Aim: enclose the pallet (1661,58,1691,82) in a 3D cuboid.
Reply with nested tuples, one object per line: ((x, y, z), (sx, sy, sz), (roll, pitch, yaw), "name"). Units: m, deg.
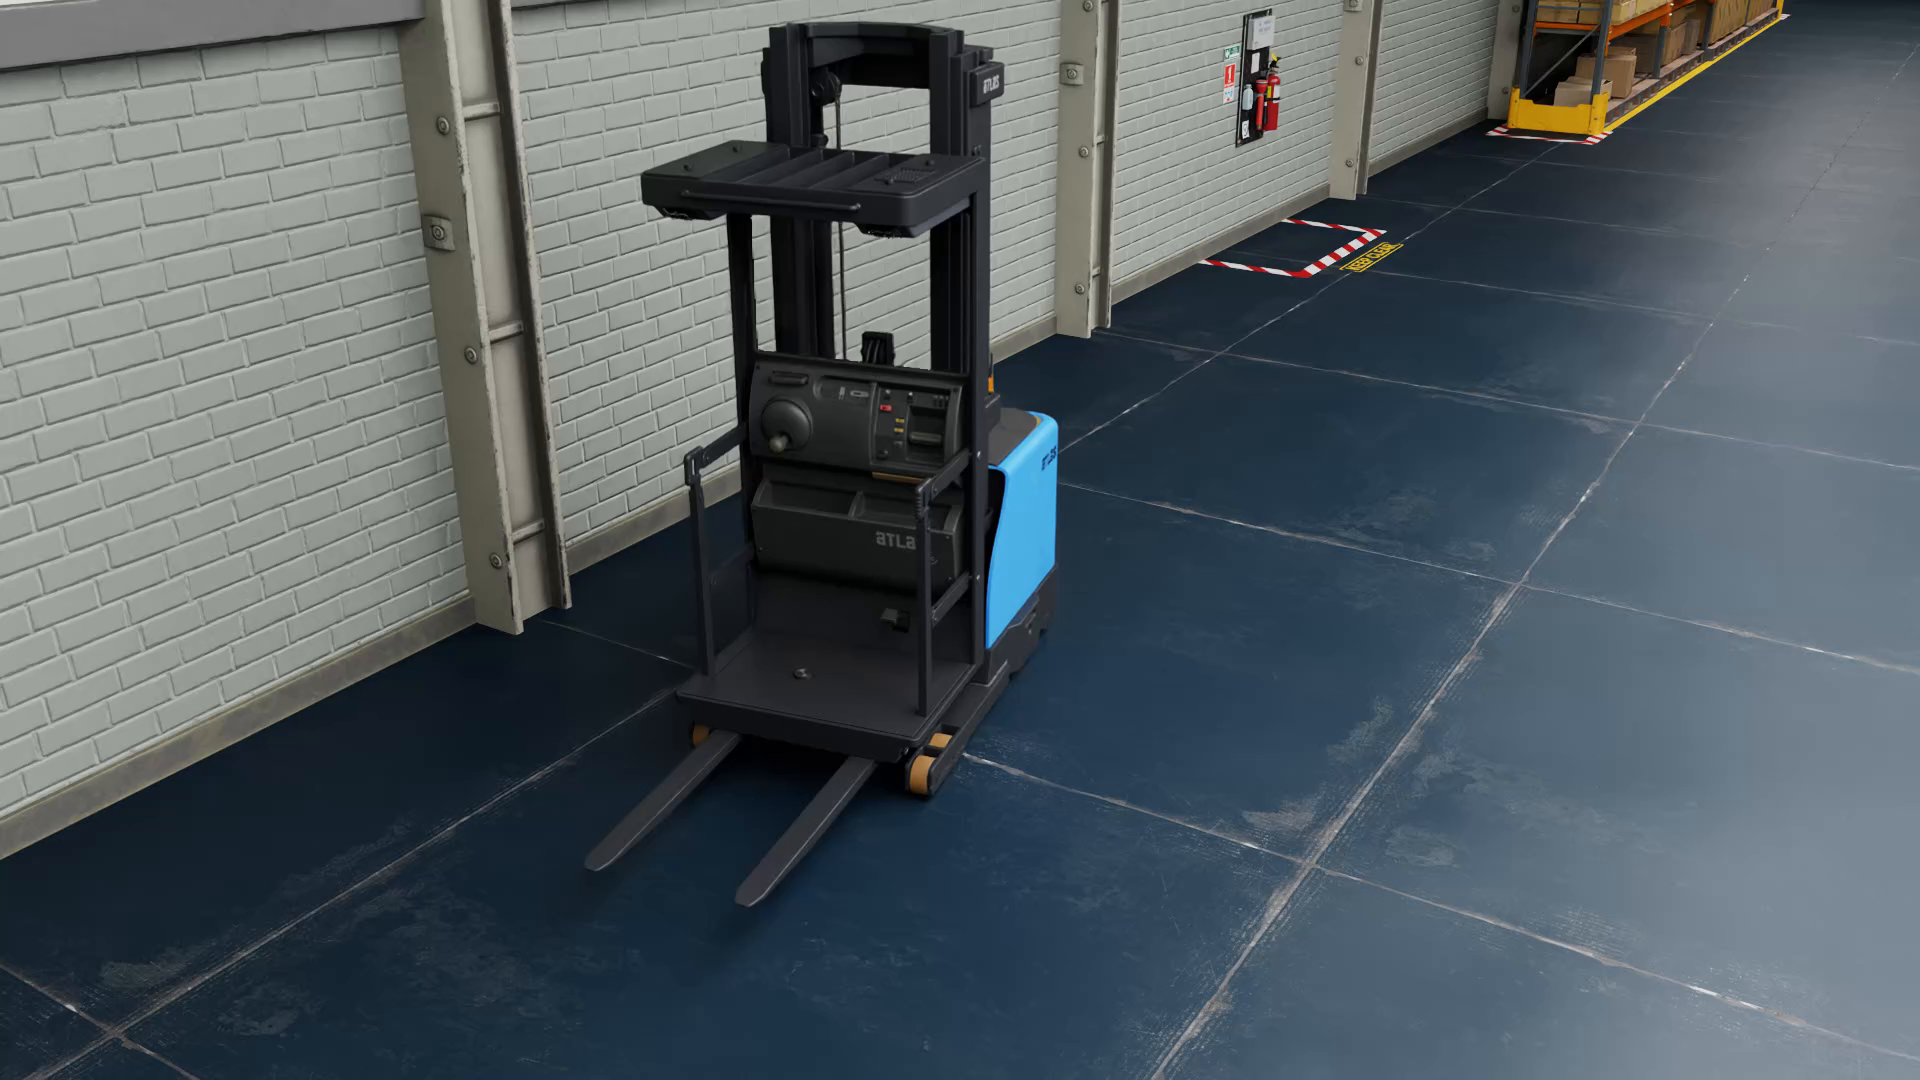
((10.815, -7.412, 26.106), (1.003, 0.211, 1.213), (14, 27, 29), "pallet")

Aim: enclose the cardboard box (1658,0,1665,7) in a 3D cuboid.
((9.501, -7.566, 23.115), (0.500, 0.250, 0.500), (14, 27, 29), "cardboard box")

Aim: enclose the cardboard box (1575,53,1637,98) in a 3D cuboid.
((8.824, -6.364, 22.769), (0.700, 0.500, 0.500), (12, 26, 26), "cardboard box")

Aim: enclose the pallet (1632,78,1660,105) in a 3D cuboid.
((9.439, -6.502, 24.003), (1.003, 0.211, 1.213), (14, 27, 29), "pallet")

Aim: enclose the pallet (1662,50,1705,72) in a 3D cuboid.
((11.459, -7.822, 27.054), (1.003, 0.211, 1.213), (14, 27, 29), "pallet")

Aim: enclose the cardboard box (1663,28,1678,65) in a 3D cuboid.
((10.670, -7.671, 25.786), (0.700, 0.500, 0.500), (14, 27, 30), "cardboard box")

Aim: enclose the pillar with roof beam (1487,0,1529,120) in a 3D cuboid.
((10.945, -8.934, 18.560), (9.100, 9.000, 0.400), (14, 27, 29), "pillar with roof beam")

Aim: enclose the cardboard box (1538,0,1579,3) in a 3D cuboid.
((7.721, -7.154, 21.218), (0.500, 0.500, 0.500), (14, 27, 28), "cardboard box")

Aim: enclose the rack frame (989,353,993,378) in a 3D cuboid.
((0.093, -0.541, 9.178), (0.200, 1.050, 0.008), (14, 27, 29), "rack frame")

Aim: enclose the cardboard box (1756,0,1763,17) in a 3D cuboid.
((15.005, -10.334, 31.963), (0.700, 0.500, 0.500), (15, 27, 30), "cardboard box")

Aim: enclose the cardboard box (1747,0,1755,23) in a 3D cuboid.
((14.464, -9.992, 31.174), (0.700, 0.500, 0.500), (14, 27, 30), "cardboard box")

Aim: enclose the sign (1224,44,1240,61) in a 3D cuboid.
((2.417, -4.326, 14.755), (0.001, 0.109, 0.331), (14, 27, 29), "sign")

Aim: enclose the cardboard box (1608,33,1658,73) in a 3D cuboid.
((10.137, -7.322, 24.981), (0.700, 0.500, 0.500), (15, 28, 31), "cardboard box")

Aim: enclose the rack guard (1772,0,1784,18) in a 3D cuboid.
((16.105, -10.927, 33.861), (1.175, 0.500, 0.348), (14, 27, 29), "rack guard")

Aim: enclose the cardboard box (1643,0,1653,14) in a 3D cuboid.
((8.984, -7.223, 22.323), (0.500, 0.250, 0.500), (14, 27, 29), "cardboard box")

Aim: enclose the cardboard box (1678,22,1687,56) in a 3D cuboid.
((11.167, -8.017, 26.586), (0.700, 0.500, 0.500), (14, 27, 29), "cardboard box")

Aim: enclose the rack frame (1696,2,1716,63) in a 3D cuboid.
((11.873, -9.366, 27.108), (1.000, 3.000, 0.127), (14, 27, 29), "rack frame")

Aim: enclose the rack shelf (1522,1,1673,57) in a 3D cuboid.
((8.708, -7.010, 22.573), (1.077, 0.370, 4.000), (14, 27, 29), "rack shelf")

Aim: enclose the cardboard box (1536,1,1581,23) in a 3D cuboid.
((7.735, -6.804, 21.355), (0.500, 0.250, 0.500), (14, 27, 30), "cardboard box")

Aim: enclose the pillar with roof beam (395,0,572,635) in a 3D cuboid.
((1.450, -2.859, 4.526), (9.100, 9.000, 0.400), (14, 27, 29), "pillar with roof beam")

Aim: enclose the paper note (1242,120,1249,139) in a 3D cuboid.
((2.634, -3.782, 15.320), (0.016, 0.148, 0.142), (14, 27, 29), "paper note")

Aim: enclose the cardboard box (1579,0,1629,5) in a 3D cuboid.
((8.160, -7.048, 20.975), (0.500, 0.500, 0.500), (14, 27, 29), "cardboard box")

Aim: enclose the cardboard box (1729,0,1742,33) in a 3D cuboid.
((13.284, -9.375, 29.306), (0.750, 0.750, 0.750), (15, 27, 31), "cardboard box")

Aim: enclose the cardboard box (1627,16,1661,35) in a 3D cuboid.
((10.366, -7.816, 25.177), (0.500, 0.250, 0.500), (13, 27, 28), "cardboard box")

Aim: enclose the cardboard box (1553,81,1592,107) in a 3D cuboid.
((8.094, -5.848, 21.814), (0.500, 0.311, 0.500), (11, 26, 23), "cardboard box")

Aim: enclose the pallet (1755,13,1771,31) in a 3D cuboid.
((15.093, -10.090, 32.291), (1.003, 0.211, 1.213), (14, 27, 29), "pallet")

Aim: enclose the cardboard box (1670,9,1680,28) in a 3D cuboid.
((10.916, -8.157, 25.965), (0.500, 0.250, 0.500), (14, 27, 29), "cardboard box")

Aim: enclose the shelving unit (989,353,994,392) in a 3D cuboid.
((0.028, -0.500, 9.083), (0.215, 1.050, 0.252), (14, 27, 29), "shelving unit")

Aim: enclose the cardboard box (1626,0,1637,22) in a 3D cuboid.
((8.442, -6.882, 21.536), (0.500, 0.250, 0.500), (13, 27, 27), "cardboard box")

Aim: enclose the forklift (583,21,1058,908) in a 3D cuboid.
((-0.511, -0.481, 6.671), (1.130, 2.935, 3.031), (8, 25, 19), "forklift")

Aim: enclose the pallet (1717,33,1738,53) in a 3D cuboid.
((12.997, -8.746, 29.188), (1.003, 0.211, 1.213), (14, 27, 29), "pallet")

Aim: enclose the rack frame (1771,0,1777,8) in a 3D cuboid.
((16.093, -12.066, 33.345), (1.000, 3.000, 0.127), (14, 27, 29), "rack frame")

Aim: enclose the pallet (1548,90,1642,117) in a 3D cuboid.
((8.796, -6.088, 23.048), (1.003, 0.211, 1.213), (14, 27, 29), "pallet")

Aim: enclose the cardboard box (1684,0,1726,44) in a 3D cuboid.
((12.372, -8.792, 27.962), (0.750, 0.750, 0.750), (13, 27, 28), "cardboard box")

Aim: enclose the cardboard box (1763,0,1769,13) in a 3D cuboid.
((15.545, -10.685, 32.774), (0.700, 0.500, 0.500), (14, 27, 29), "cardboard box")
